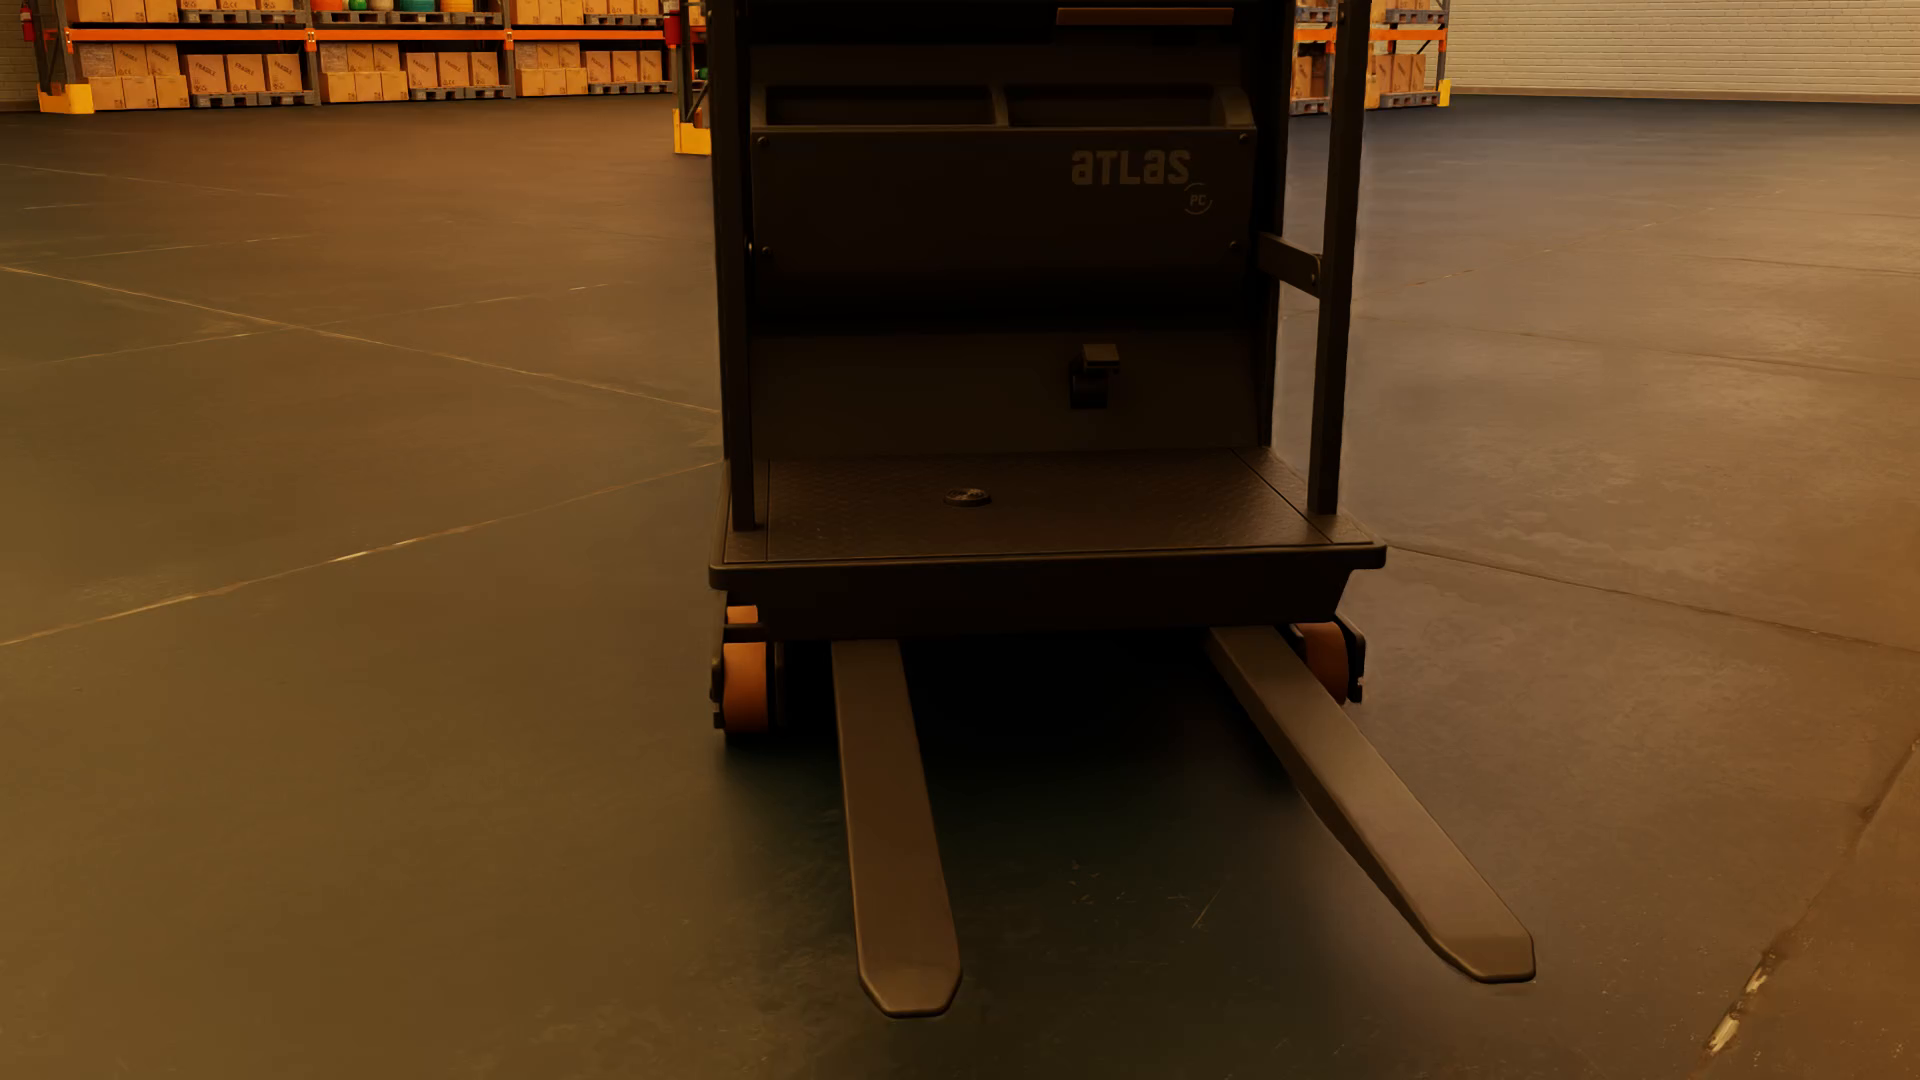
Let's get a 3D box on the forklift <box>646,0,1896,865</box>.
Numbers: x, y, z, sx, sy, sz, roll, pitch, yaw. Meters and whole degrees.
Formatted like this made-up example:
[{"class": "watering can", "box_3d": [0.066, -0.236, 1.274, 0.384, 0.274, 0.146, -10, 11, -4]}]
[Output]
[{"class": "forklift", "box_3d": [0.291, -1.252, 3.022, 1.130, 2.935, 3.031, -8, 19, -25]}]
